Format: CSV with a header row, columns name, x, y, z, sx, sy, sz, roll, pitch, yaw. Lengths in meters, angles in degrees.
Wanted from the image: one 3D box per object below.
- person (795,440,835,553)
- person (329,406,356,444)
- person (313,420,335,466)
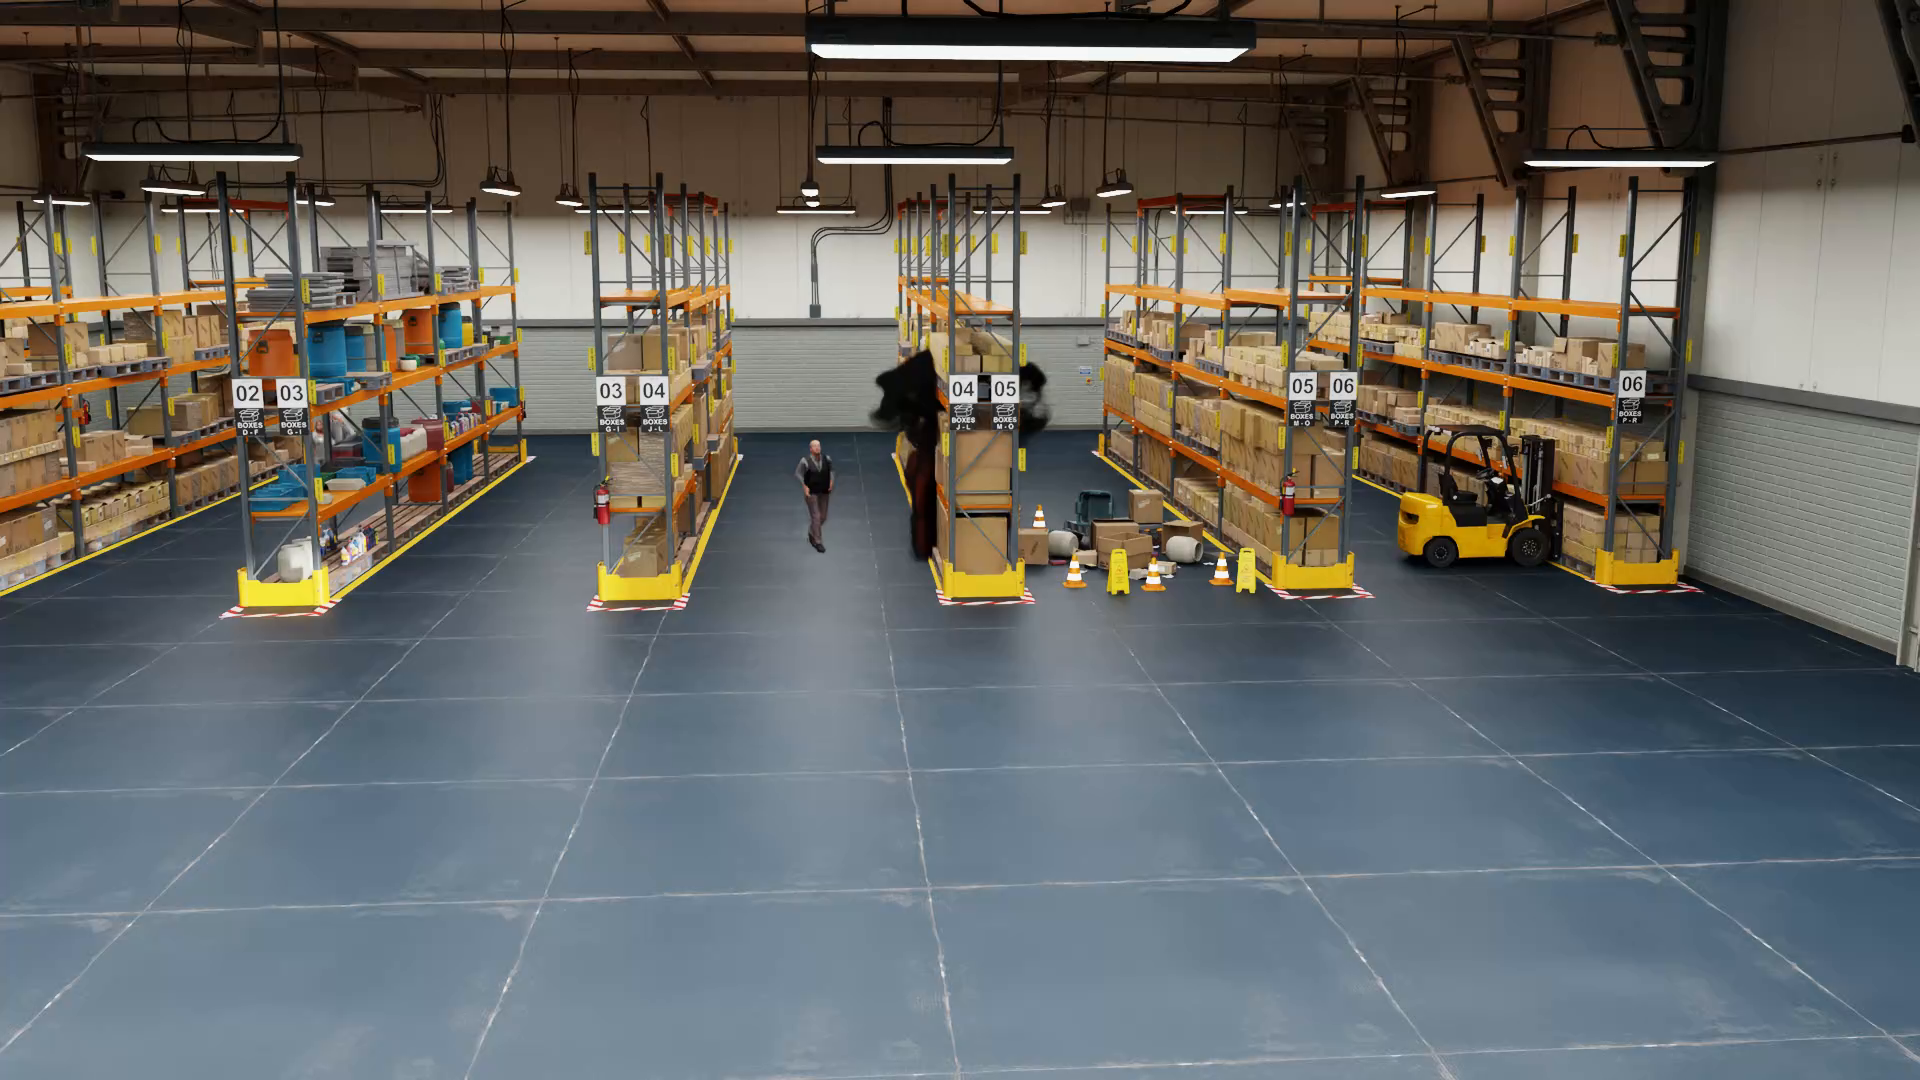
name,x,y,z,sx,sy,sz,roll,pitch,yaw
person,-2.272,-0.711,26.213,0.660,1.755,0.691,-5,11,-26
person,-14.760,-2.823,39.655,0.594,1.752,0.684,5,11,26
person,-12.798,-1.622,33.318,0.513,1.565,0.604,-3,10,-15
